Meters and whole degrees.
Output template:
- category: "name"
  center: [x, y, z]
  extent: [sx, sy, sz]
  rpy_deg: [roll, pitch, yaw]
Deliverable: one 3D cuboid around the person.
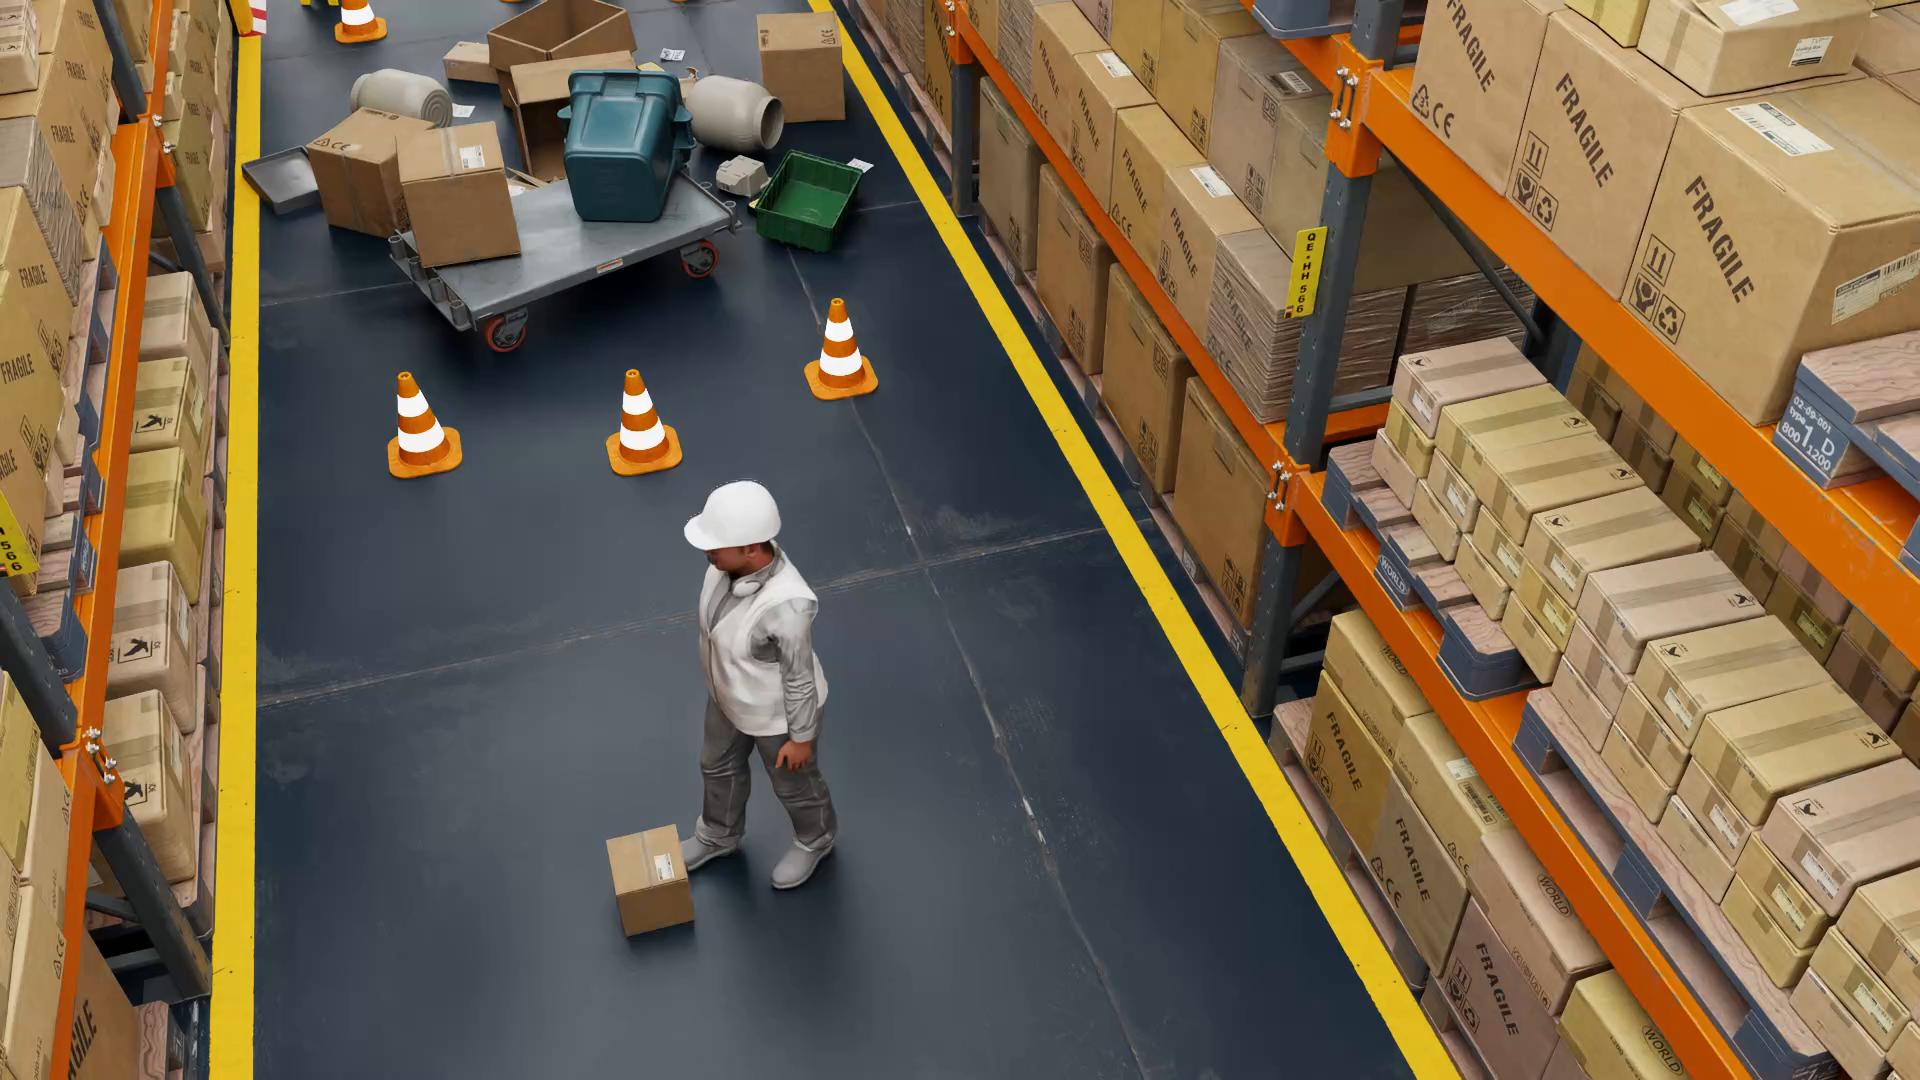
- category: "person"
  center: [-0.729, 0.551, 5.513]
  extent: [0.607, 1.769, 0.557]
  rpy_deg: [-25, 48, -25]
